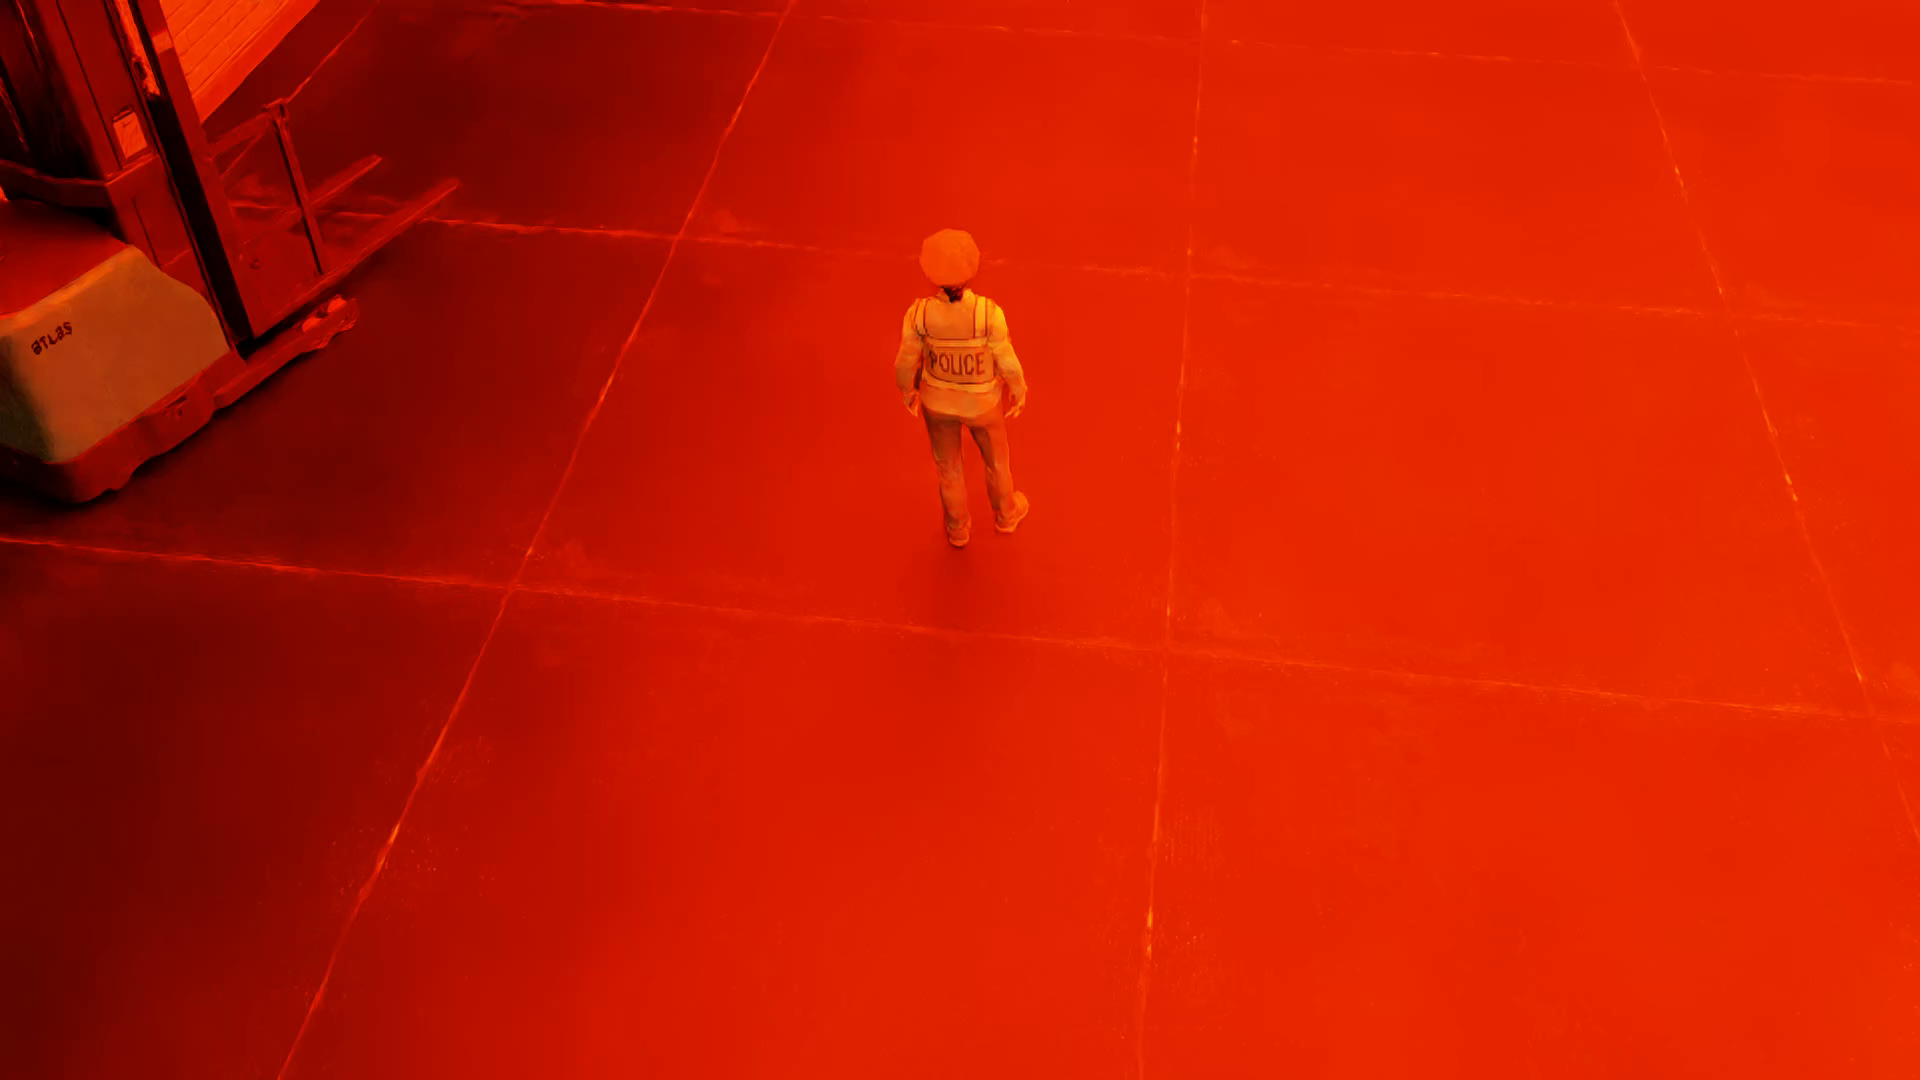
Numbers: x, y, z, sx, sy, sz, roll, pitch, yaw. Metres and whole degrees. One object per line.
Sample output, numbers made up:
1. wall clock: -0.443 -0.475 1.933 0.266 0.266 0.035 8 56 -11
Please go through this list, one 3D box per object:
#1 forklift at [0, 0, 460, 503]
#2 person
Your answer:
1. forklift: -3.967 -2.248 8.171 1.130 2.935 3.031 19 46 20
2. person: 0.025 -0.674 7.360 0.568 1.695 0.532 5 43 6
